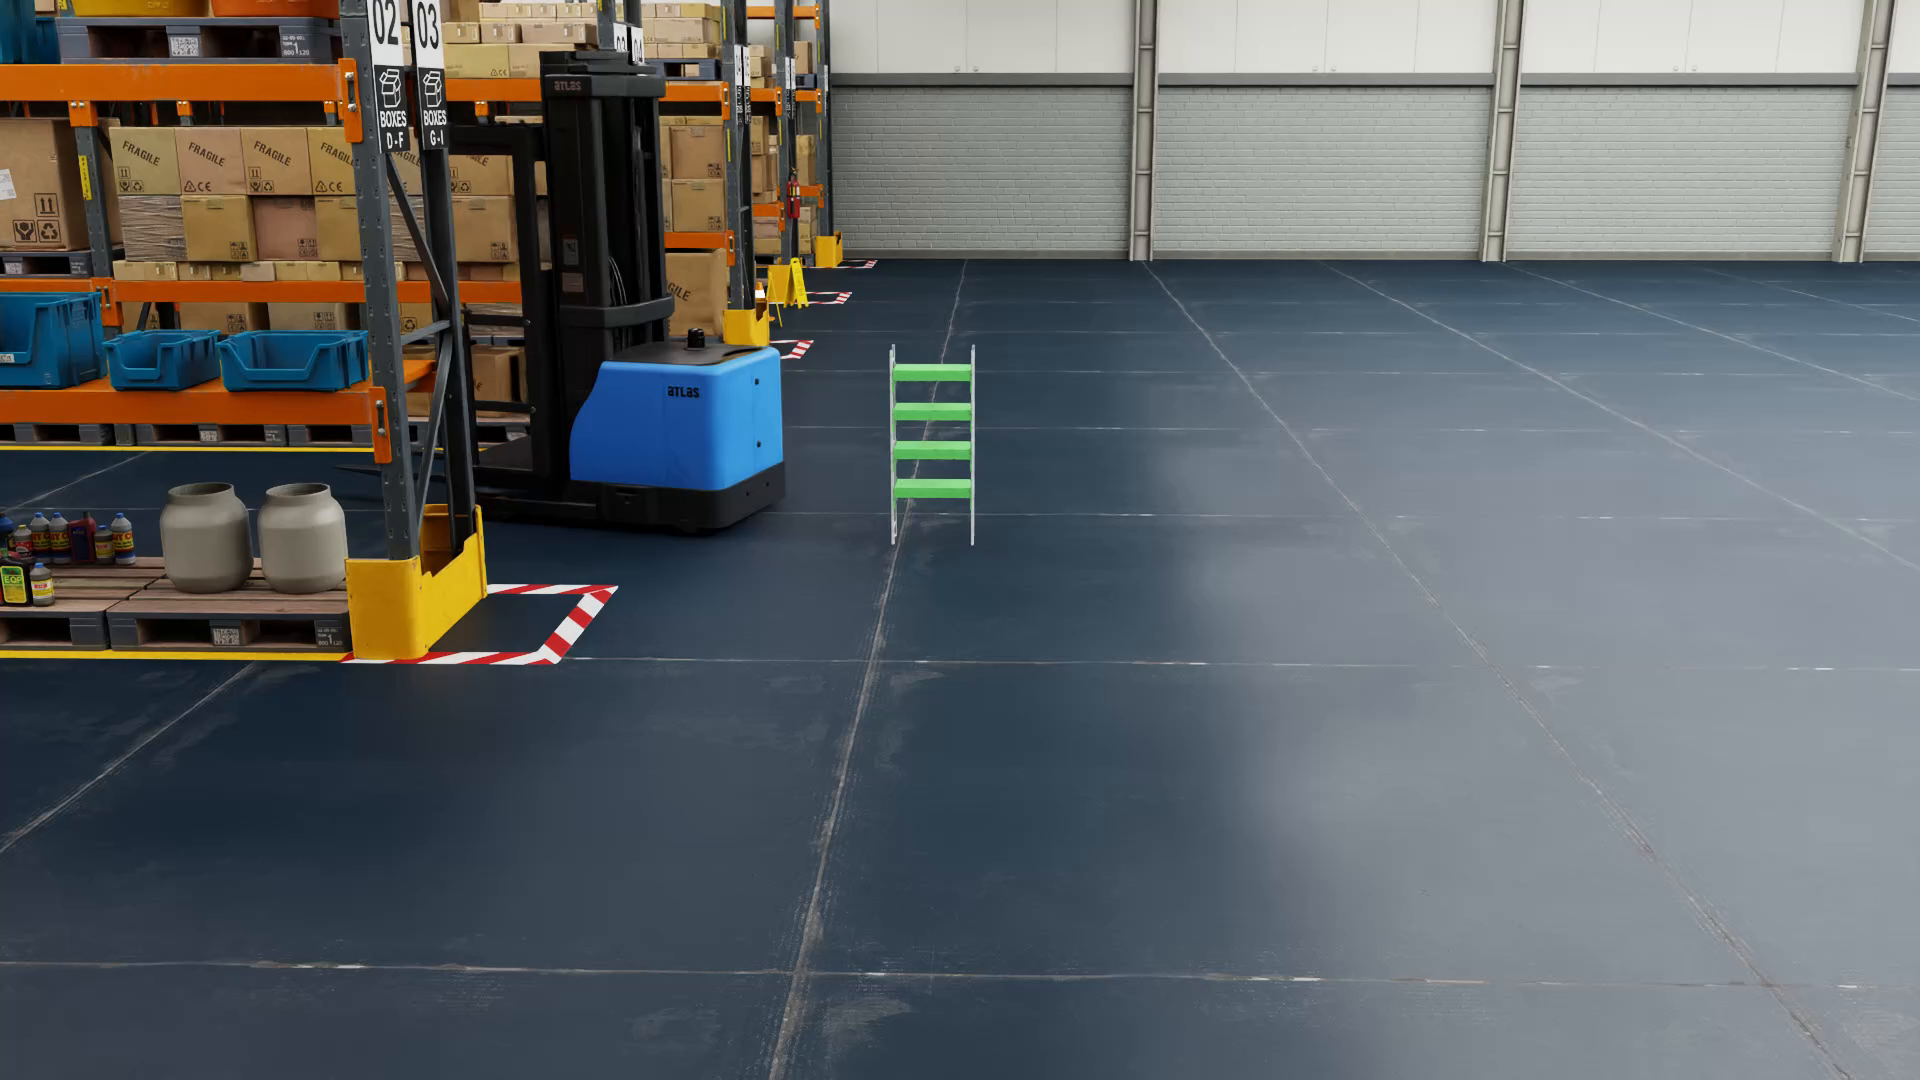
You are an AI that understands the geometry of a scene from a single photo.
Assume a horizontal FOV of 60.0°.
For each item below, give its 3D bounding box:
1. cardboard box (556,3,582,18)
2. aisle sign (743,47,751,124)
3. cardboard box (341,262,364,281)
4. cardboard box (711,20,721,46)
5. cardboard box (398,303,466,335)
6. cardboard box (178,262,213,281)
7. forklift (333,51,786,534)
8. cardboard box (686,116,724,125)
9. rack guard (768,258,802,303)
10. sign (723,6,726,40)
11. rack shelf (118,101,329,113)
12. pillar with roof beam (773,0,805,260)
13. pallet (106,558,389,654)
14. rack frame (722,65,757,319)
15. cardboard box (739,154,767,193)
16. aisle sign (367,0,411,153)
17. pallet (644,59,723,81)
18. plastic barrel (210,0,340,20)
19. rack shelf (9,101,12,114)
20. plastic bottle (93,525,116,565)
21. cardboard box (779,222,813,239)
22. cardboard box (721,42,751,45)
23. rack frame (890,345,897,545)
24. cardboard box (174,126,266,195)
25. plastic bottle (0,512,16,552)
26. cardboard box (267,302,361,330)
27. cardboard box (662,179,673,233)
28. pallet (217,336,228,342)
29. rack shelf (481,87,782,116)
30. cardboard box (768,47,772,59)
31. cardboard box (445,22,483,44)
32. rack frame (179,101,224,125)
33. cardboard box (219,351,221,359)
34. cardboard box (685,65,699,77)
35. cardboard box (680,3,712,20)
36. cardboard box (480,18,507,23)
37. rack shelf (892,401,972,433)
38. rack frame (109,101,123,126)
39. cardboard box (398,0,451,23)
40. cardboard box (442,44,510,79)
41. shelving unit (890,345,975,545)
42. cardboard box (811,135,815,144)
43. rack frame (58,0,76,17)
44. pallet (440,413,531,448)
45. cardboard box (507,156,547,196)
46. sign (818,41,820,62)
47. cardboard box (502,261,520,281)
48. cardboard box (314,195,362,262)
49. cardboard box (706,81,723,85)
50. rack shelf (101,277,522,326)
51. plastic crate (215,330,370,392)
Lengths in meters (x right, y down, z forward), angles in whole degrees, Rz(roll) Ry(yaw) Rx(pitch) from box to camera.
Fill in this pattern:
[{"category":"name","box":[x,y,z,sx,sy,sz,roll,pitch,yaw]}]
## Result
[{"category":"cardboard box","box":[-3.981,-5.442,17.119,0.250,0.149,0.380,0,15,1]},{"category":"aisle sign","box":[-2.286,-4.886,17.882,0.004,0.787,0.394,0,15,1]},{"category":"cardboard box","box":[-4.633,-2.118,12.982,0.250,0.149,0.380,0,15,1]},{"category":"cardboard box","box":[-2.841,-5.394,17.717,0.500,0.250,0.500,0,15,1]},{"category":"cardboard box","box":[-5.737,-2.732,18.158,0.875,0.875,0.875,1,15,2]},{"category":"cardboard box","box":[-5.884,-2.115,12.970,0.250,0.149,0.380,0,15,1]},{"category":"forklift","box":[-2.745,-1.660,10.887,3.031,2.935,1.130,5,16,18]},{"category":"cardboard box","box":[-3.362,-5.444,22.355,0.500,0.500,0.700,1,15,2]},{"category":"rack guard","box":[-2.415,-3.607,23.033,0.348,0.500,1.175,0,15,1]},{"category":"sign","box":[-2.393,-5.254,16.916,0.005,0.325,0.100,0,15,1]},{"category":"rack shelf","box":[-12.213,-7.249,27.466,4.000,0.370,1.077,0,15,1]},{"category":"pillar with roof beam","box":[-2.999,-8.119,23.472,0.400,9.000,9.100,0,15,1]},{"category":"pallet","box":[-3.608,0.328,8.683,1.213,0.211,1.003,0,15,1]},{"category":"rack frame","box":[-2.365,-3.553,17.925,0.127,3.000,1.000,0,15,1]},{"category":"cardboard box","box":[-2.889,-4.941,22.409,0.500,0.500,0.500,0,15,0]},{"category":"aisle sign","box":[-2.655,-2.206,7.725,0.004,0.787,0.394,0,15,1]},{"category":"pallet","box":[-3.107,-4.962,17.562,1.213,0.211,1.003,0,15,1]},{"category":"plastic barrel","box":[-3.208,-2.857,7.744,0.708,0.830,0.600,0,15,1]},{"category":"rack shelf","box":[-12.362,-4.720,17.881,4.000,0.370,1.077,0,15,1]},{"category":"plastic bottle","box":[-4.627,0.023,8.995,0.097,0.201,0.097,0,15,0]},{"category":"cardboard box","box":[-2.711,-5.120,27.454,0.500,0.250,0.500,0,15,1]},{"category":"cardboard box","box":[-3.687,-7.804,26.946,0.500,0.500,0.700,0,15,2]},{"category":"rack frame","box":[-0.409,-0.583,10.197,0.015,1.200,0.240,0,15,1]},{"category":"cardboard box","box":[-5.648,-2.919,12.786,0.500,0.500,0.500,0,15,1]},{"category":"plastic bottle","box":[-5.169,-0.014,9.000,0.097,0.271,0.097,0,15,0]},{"category":"cardboard box","box":[-6.986,-2.675,18.186,0.750,0.750,1.050,0,15,1]},{"category":"cardboard box","box":[-3.287,-3.614,17.864,0.550,0.550,0.875,0,15,1]},{"category":"pallet","box":[-8.360,-2.223,18.353,1.213,0.211,1.003,0,15,1]},{"category":"rack shelf","box":[-4.339,-5.931,22.471,4.000,0.370,1.077,0,15,1]},{"category":"cardboard box","box":[-2.690,-6.584,22.466,0.250,0.149,0.380,0,15,1]},{"category":"cardboard box","box":[-3.663,-3.782,12.428,0.250,0.149,0.380,0,15,2]},{"category":"rack frame","box":[-10.337,-4.868,22.910,0.127,3.000,1.000,0,15,1]},{"category":"cardboard box","box":[-5.620,-1.294,13.442,0.500,0.500,0.500,5,16,19]},{"category":"cardboard box","box":[-3.361,-6.279,22.090,0.500,0.250,0.500,0,15,1]},{"category":"cardboard box","box":[-2.710,-5.434,17.087,0.250,0.149,0.380,1,15,2]},{"category":"cardboard box","box":[-4.873,-5.271,17.250,0.500,0.250,0.500,0,15,1]},{"category":"rack shelf","box":[-0.165,-0.752,10.146,0.480,0.148,0.258,0,15,1]},{"category":"rack frame","box":[-14.213,-6.160,27.807,0.127,3.000,1.000,0,15,1]},{"category":"cardboard box","box":[-4.149,-4.118,12.430,0.500,0.500,0.500,0,15,1]},{"category":"cardboard box","box":[-3.580,-3.607,12.546,0.500,0.250,0.500,0,15,2]},{"category":"shelving unit","box":[-0.165,-0.581,10.191,0.503,1.200,0.258,0,15,1]},{"category":"cardboard box","box":[-2.547,-6.644,27.592,0.250,0.149,0.380,0,15,0]},{"category":"rack frame","box":[-6.591,-5.215,12.467,0.127,3.000,1.000,0,15,1]},{"category":"pallet","box":[-3.480,-0.955,13.545,1.213,0.211,1.003,0,15,1]},{"category":"cardboard box","box":[-3.149,-2.905,12.730,0.500,0.500,0.500,0,15,1]},{"category":"sign","box":[-2.244,-7.783,26.501,0.005,0.325,0.100,0,15,1]},{"category":"cardboard box","box":[-3.384,-2.106,12.936,0.250,0.149,0.380,0,15,1]},{"category":"cardboard box","box":[-4.643,-2.484,13.097,0.500,0.500,0.875,0,15,1]},{"category":"cardboard box","box":[-3.218,-6.079,22.114,0.250,0.149,0.380,1,15,3]},{"category":"rack shelf","box":[-4.592,-1.953,13.275,4.000,0.370,1.077,0,15,1]},{"category":"plastic crate","box":[-3.227,-0.880,8.088,0.616,0.251,0.499,0,15,1]}]
